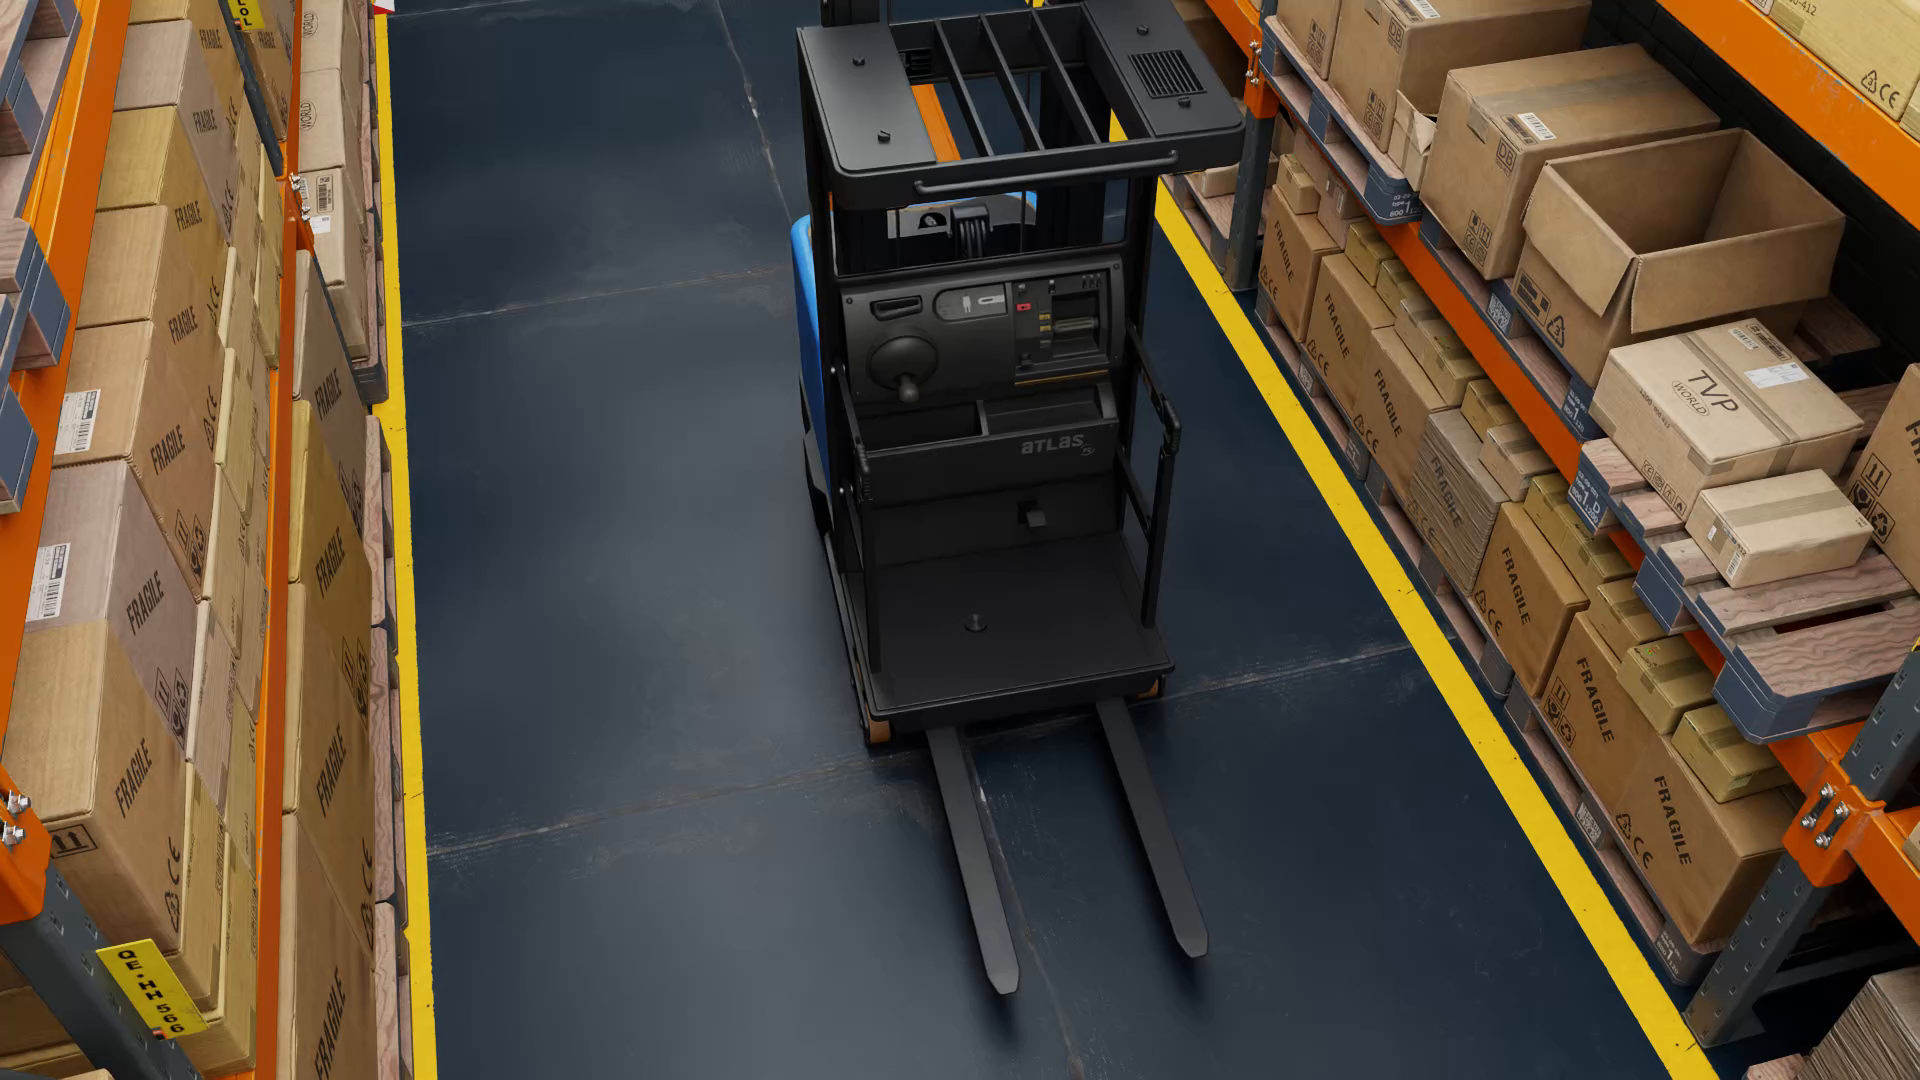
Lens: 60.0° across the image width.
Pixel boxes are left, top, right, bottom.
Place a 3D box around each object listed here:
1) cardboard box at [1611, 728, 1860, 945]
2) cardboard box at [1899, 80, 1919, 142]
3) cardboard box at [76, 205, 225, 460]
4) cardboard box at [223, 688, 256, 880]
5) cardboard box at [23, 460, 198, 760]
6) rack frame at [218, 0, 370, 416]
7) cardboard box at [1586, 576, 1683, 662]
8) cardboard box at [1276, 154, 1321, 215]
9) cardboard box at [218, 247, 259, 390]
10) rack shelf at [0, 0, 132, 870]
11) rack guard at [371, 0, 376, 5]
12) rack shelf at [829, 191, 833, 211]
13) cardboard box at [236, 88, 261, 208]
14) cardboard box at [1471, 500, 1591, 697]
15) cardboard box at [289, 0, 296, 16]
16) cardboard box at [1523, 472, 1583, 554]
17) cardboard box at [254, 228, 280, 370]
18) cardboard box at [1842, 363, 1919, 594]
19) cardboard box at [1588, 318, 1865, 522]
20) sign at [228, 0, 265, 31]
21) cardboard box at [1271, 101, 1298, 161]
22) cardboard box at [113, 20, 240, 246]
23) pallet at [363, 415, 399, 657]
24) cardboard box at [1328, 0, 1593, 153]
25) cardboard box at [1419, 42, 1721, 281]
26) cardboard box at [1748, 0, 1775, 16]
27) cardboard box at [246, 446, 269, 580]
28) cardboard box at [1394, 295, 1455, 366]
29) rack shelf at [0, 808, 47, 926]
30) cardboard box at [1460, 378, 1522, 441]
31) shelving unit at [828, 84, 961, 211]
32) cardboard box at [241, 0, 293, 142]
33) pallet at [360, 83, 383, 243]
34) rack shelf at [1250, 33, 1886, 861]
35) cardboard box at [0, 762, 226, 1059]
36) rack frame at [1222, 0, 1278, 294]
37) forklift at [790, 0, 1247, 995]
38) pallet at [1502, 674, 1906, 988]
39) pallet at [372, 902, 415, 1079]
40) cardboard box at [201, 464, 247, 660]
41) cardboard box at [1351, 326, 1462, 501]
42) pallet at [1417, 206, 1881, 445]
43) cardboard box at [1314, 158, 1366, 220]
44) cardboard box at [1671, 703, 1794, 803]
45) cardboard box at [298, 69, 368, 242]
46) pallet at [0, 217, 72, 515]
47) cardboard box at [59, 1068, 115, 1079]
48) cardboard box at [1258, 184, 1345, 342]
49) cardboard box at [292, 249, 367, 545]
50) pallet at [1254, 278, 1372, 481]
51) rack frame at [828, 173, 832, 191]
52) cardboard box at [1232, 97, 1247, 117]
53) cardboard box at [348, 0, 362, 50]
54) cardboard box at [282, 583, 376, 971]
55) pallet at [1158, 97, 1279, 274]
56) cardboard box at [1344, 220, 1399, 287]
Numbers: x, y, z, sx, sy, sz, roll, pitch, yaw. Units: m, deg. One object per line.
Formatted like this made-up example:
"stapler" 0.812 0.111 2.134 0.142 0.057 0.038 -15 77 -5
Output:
"cardboard box" 2.467 0.884 5.239 0.500 0.500 0.500 -9 46 -9
"cardboard box" 2.417 -0.898 3.535 0.500 0.250 0.500 -12 47 -12
"cardboard box" -2.284 -0.501 4.370 0.500 0.500 0.500 -10 46 -10
"cardboard box" -2.045 0.637 4.131 0.500 0.250 0.500 -12 47 -11
"cardboard box" -2.041 0.208 3.676 0.500 0.500 0.500 -11 47 -10
"rack frame" -3.038 -1.442 6.063 1.000 3.000 0.127 -11 47 -10
"cardboard box" 2.287 0.243 5.414 0.380 0.149 0.250 -12 47 -12
"cardboard box" 1.594 -1.555 7.176 0.380 0.149 0.250 -9 46 -8
"cardboard box" -2.417 -0.605 4.997 0.500 0.250 0.500 -10 46 -9
"rack shelf" -2.526 -0.860 3.896 1.077 0.370 4.000 -11 47 -10
"rack guard" -4.068 -3.346 9.679 1.175 0.500 0.348 -11 47 -10
"rack shelf" -0.283 -1.237 7.517 0.538 0.278 1.000 -9 46 -8
"cardboard box" -2.690 -1.305 5.684 0.500 0.250 0.500 -11 47 -10
"cardboard box" 2.212 0.176 5.933 0.500 0.500 0.500 -9 46 -9
"cardboard box" -3.151 -2.542 7.071 0.500 0.500 0.500 -10 47 -10
"cardboard box" 2.199 -0.120 5.769 0.380 0.149 0.250 -11 47 -11
"cardboard box" -2.551 -0.775 5.514 0.500 0.250 0.500 -11 47 -11
"cardboard box" 2.802 -0.157 4.439 0.500 0.500 0.500 -9 46 -8
"cardboard box" 2.200 -0.355 4.808 0.500 0.250 0.500 -13 47 -12
"sign" -2.516 -1.926 5.782 0.100 0.325 0.005 -11 47 -10
"cardboard box" 1.818 -2.058 8.255 0.500 0.311 0.500 -9 46 -9
"cardboard box" -2.542 -1.209 5.065 0.500 0.500 0.500 -10 46 -10
"pallet" -2.768 0.052 6.551 1.003 0.211 1.213 -11 47 -10
"cardboard box" 1.799 -1.802 6.052 0.700 0.500 0.500 -10 46 -10
"cardboard box" 2.000 -1.260 5.521 0.700 0.500 0.500 -11 47 -11
"cardboard box" 2.159 -1.591 4.213 0.500 0.250 0.500 -11 47 -10
"cardboard box" -2.303 -0.067 4.820 0.500 0.250 0.500 -11 47 -10
"cardboard box" 1.927 -0.837 6.472 0.380 0.149 0.250 -11 47 -10
"rack shelf" -1.502 1.902 1.189 1.077 0.370 4.000 -11 47 -10
"cardboard box" 2.086 -0.484 6.126 0.380 0.149 0.250 -11 47 -10
"shelving unit" -0.283 -1.408 7.343 0.538 1.125 1.048 -9 46 -8
"cardboard box" -2.905 -1.849 6.392 0.500 0.500 0.500 -9 46 -9
"pallet" -3.473 -1.850 8.415 1.003 0.211 1.213 -11 47 -10
"rack shelf" 2.271 -0.720 5.859 1.077 0.370 4.000 -11 47 -10
"cardboard box" -1.905 0.802 3.619 0.500 0.250 0.500 -11 47 -11
"rack frame" 1.759 -2.353 6.955 1.000 3.000 0.127 -11 47 -10
"forklift" 0.130 -0.588 5.274 1.130 2.935 3.031 -9 46 -8
"pallet" 2.628 0.863 5.757 1.003 0.211 1.213 -11 47 -10
"pallet" -2.143 1.737 4.900 1.003 0.211 1.213 -11 47 -10
"cardboard box" -2.152 0.098 4.308 0.500 0.250 0.500 -11 47 -10
"cardboard box" 1.935 -0.538 6.634 0.500 0.500 0.500 -12 47 -11
"pallet" 2.281 -0.866 5.632 1.003 0.211 1.213 -11 47 -10
"cardboard box" 1.706 -1.489 6.903 0.380 0.149 0.250 -13 47 -12
"cardboard box" 2.412 0.615 5.049 0.380 0.149 0.250 -13 47 -12
"cardboard box" -3.325 -1.764 7.878 0.875 0.438 0.875 -12 47 -11
"pallet" -2.230 -0.099 2.779 1.213 0.211 1.003 -9 46 -8
"cardboard box" -1.629 1.296 2.807 0.500 0.500 0.500 -12 47 -11
"cardboard box" 1.665 -1.250 7.331 0.500 0.500 0.500 -9 46 -9
"cardboard box" -2.802 -0.432 6.267 0.875 0.875 0.875 -9 46 -9
"pallet" 2.004 -0.822 7.408 1.003 0.211 1.213 -11 47 -10
"rack frame" -0.388 -1.764 7.691 0.500 1.125 0.032 -9 46 -8
"cardboard box" 1.241 -2.120 8.348 0.396 0.266 0.258 -9 46 -9
"cardboard box" -3.797 -3.017 9.106 0.875 0.438 0.875 -12 47 -12
"cardboard box" -2.335 0.807 5.052 0.875 0.875 0.875 -10 46 -10
"pallet" 1.584 -1.851 8.416 1.003 0.211 1.213 -11 47 -10
"cardboard box" 1.816 -1.203 6.831 0.380 0.149 0.250 -13 47 -12
